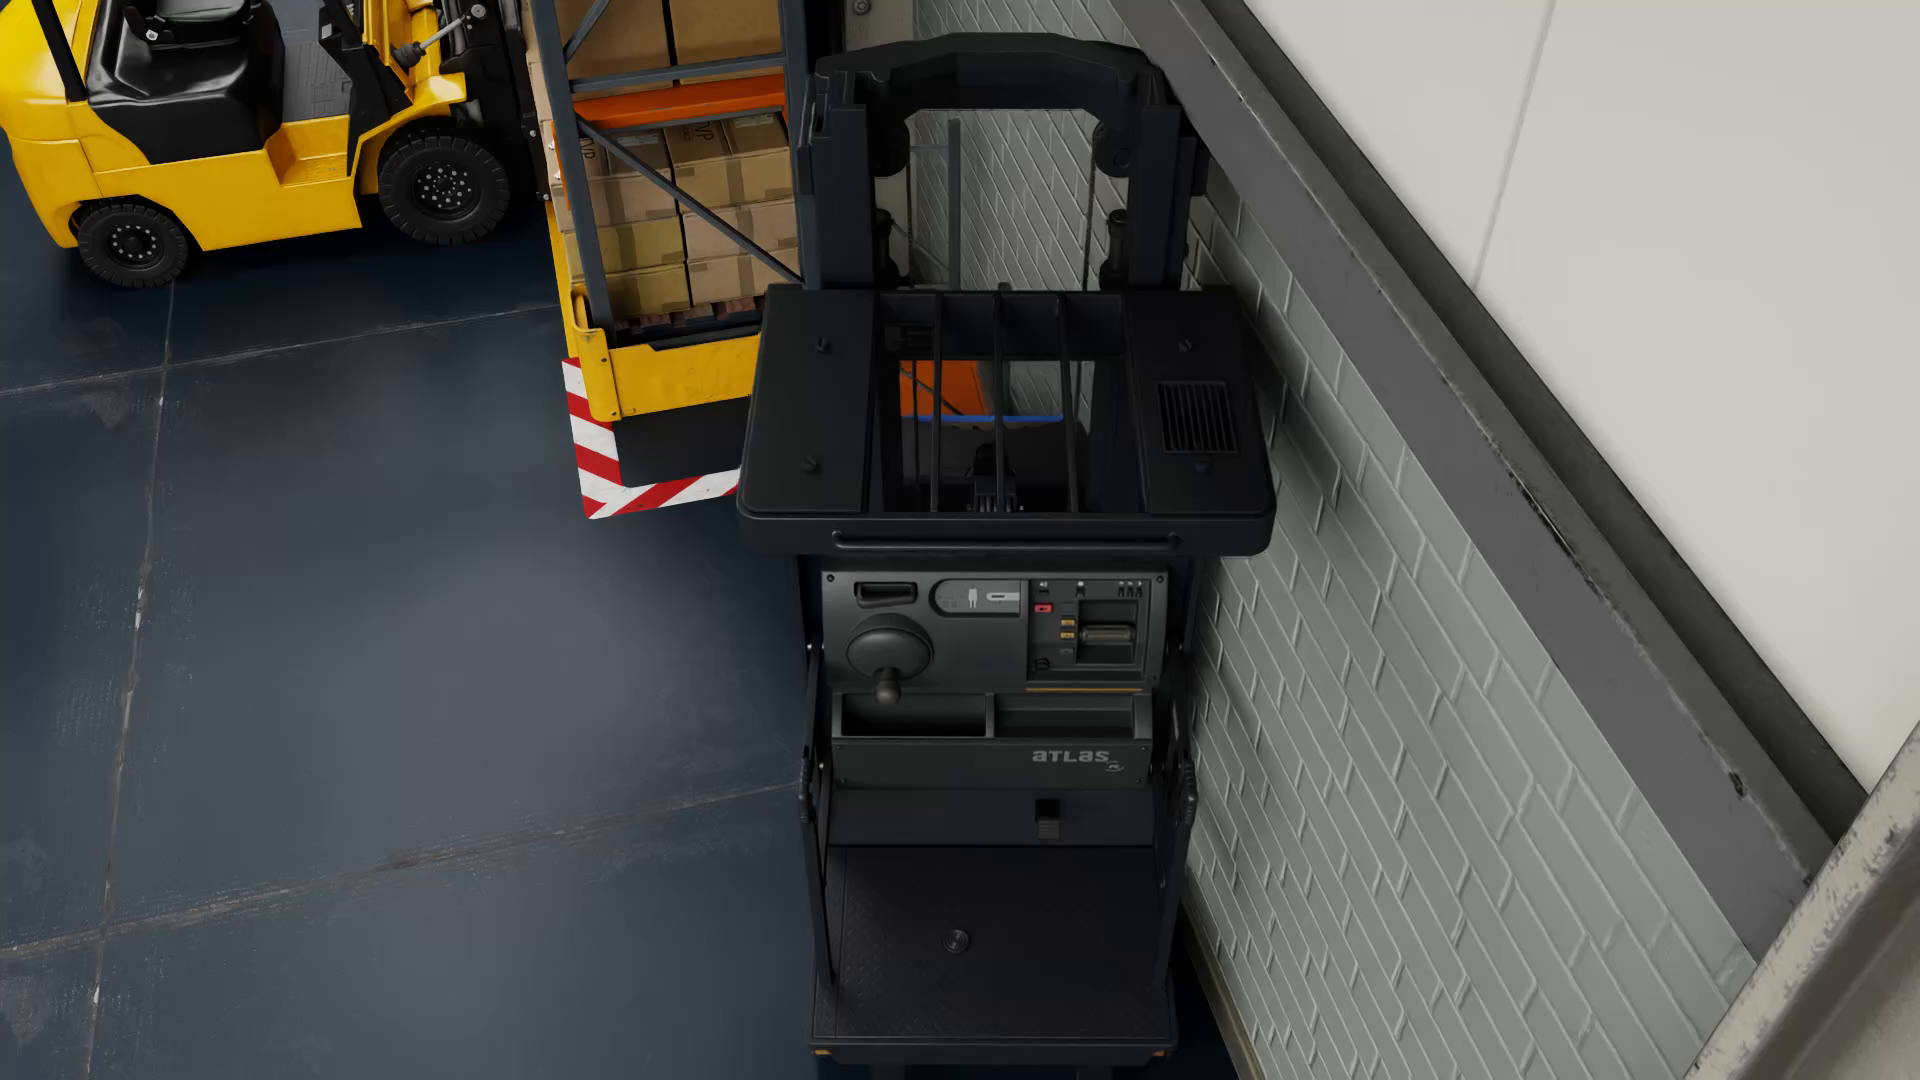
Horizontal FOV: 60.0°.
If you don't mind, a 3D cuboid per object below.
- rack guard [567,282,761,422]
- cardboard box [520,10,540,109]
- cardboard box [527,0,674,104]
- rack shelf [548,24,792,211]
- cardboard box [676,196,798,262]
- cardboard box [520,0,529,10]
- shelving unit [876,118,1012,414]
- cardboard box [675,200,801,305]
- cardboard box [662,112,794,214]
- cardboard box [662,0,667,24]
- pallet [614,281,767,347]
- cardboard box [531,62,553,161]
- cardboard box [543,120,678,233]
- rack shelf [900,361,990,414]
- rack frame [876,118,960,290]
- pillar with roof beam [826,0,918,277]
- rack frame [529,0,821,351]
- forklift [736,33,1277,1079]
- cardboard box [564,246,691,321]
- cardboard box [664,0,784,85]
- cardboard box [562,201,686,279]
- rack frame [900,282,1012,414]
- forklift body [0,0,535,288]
[{"bbox_3d":[-1.078,-0.905,7.287,1.175,0.500,0.348,-11,47,-10],"label":"rack guard"},{"bbox_3d":[-1.779,-2.290,7.825,0.500,0.250,0.500,-10,46,-10],"label":"cardboard box"},{"bbox_3d":[-1.464,-2.123,6.660,0.500,0.500,0.500,-12,47,-11],"label":"cardboard box"},{"bbox_3d":[-1.596,-2.925,8.020,1.077,0.370,4.000,-11,47,-10],"label":"rack shelf"},{"bbox_3d":[-1.004,-1.518,7.419,0.500,0.250,0.500,-10,46,-10],"label":"cardboard box"},{"bbox_3d":[-1.901,-2.641,8.169,0.500,0.250,0.500,-12,47,-11],"label":"cardboard box"},{"bbox_3d":[-0.165,-0.652,6.339,0.587,1.500,1.083,-7,46,-7],"label":"shelving unit"},{"bbox_3d":[-1.021,-1.356,7.609,0.500,0.250,0.500,-11,47,-10],"label":"cardboard box"},{"bbox_3d":[-1.024,-1.697,7.244,0.500,0.250,0.500,-11,47,-11],"label":"cardboard box"},{"bbox_3d":[-1.097,-2.580,7.108,0.500,0.500,0.500,-9,46,-9],"label":"cardboard box"},{"bbox_3d":[-1.321,-1.341,7.916,1.003,0.211,1.213,-11,47,-10],"label":"pallet"},{"bbox_3d":[-1.640,-1.943,7.485,0.500,0.250,0.500,-10,46,-10],"label":"cardboard box"},{"bbox_3d":[-1.504,-1.592,7.141,0.500,0.250,0.500,-9,46,-9],"label":"cardboard box"},{"bbox_3d":[-0.163,-0.520,6.461,0.538,0.185,1.000,-7,46,-7],"label":"rack shelf"},{"bbox_3d":[-0.248,-1.004,6.683,0.500,1.500,0.032,-7,46,-7],"label":"rack frame"},{"bbox_3d":[-4.553,-3.754,4.129,9.100,9.000,0.400,-11,47,-10],"label":"pillar with roof beam"},{"bbox_3d":[-1.084,-1.796,6.410,1.000,3.000,0.127,-11,47,-10],"label":"rack frame"},{"bbox_3d":[0.095,0.346,4.359,1.130,2.935,3.031,0,46,0],"label":"forklift"},{"bbox_3d":[-1.510,-1.247,7.503,0.500,0.250,0.500,-10,46,-10],"label":"cardboard box"},{"bbox_3d":[-0.943,-2.224,6.759,0.500,0.500,0.500,-9,46,-9],"label":"cardboard box"},{"bbox_3d":[-1.511,-1.435,7.337,0.500,0.250,0.500,-11,47,-11],"label":"cardboard box"},{"bbox_3d":[-0.079,-0.288,5.982,0.500,1.500,0.032,-7,46,-7],"label":"rack frame"},{"bbox_3d":[-3.333,-2.475,7.669,2.313,2.155,1.214,-11,47,-10],"label":"forklift body"}]
